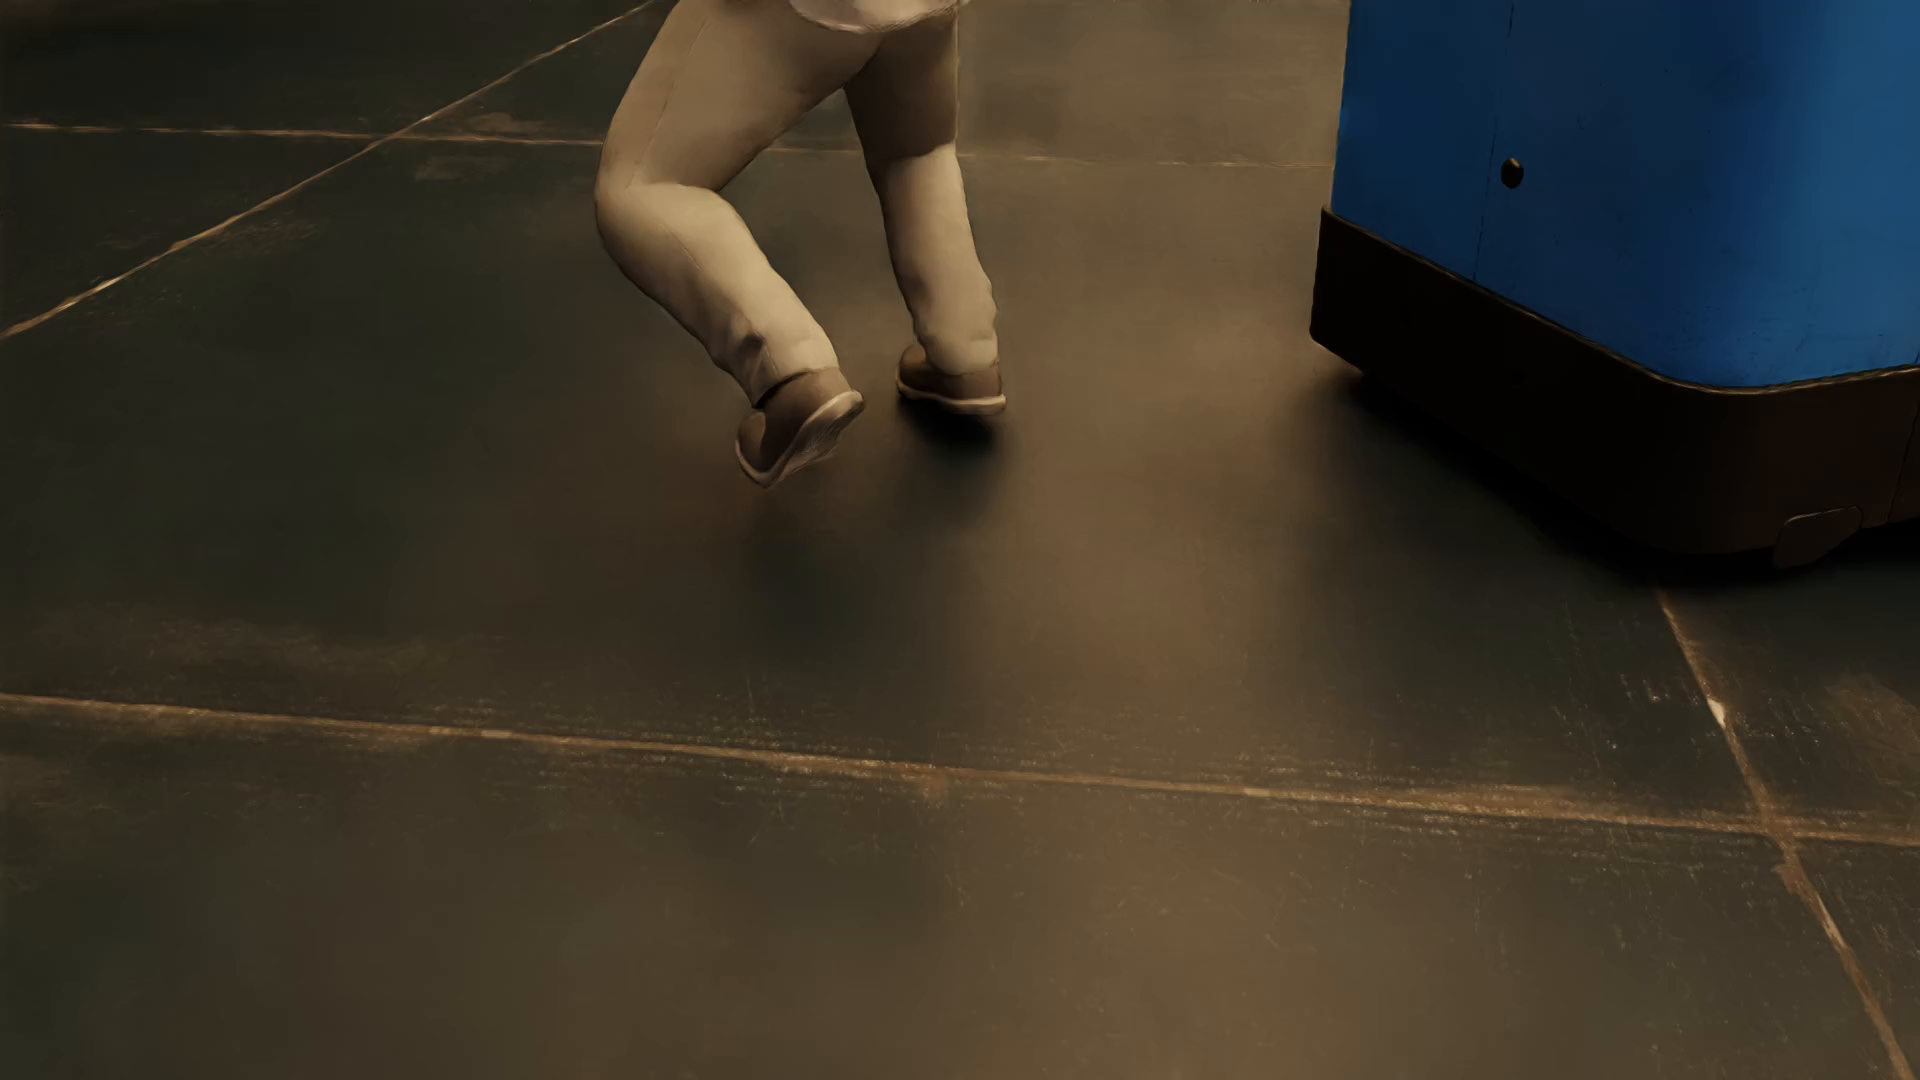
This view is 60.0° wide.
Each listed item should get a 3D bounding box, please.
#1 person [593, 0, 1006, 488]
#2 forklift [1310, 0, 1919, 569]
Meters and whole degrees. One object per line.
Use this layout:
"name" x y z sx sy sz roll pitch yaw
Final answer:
"person" -0.015 -0.930 2.561 0.739 1.589 1.075 23 34 38
"forklift" 2.227 -1.655 2.534 3.031 2.935 1.130 -9 28 -17
